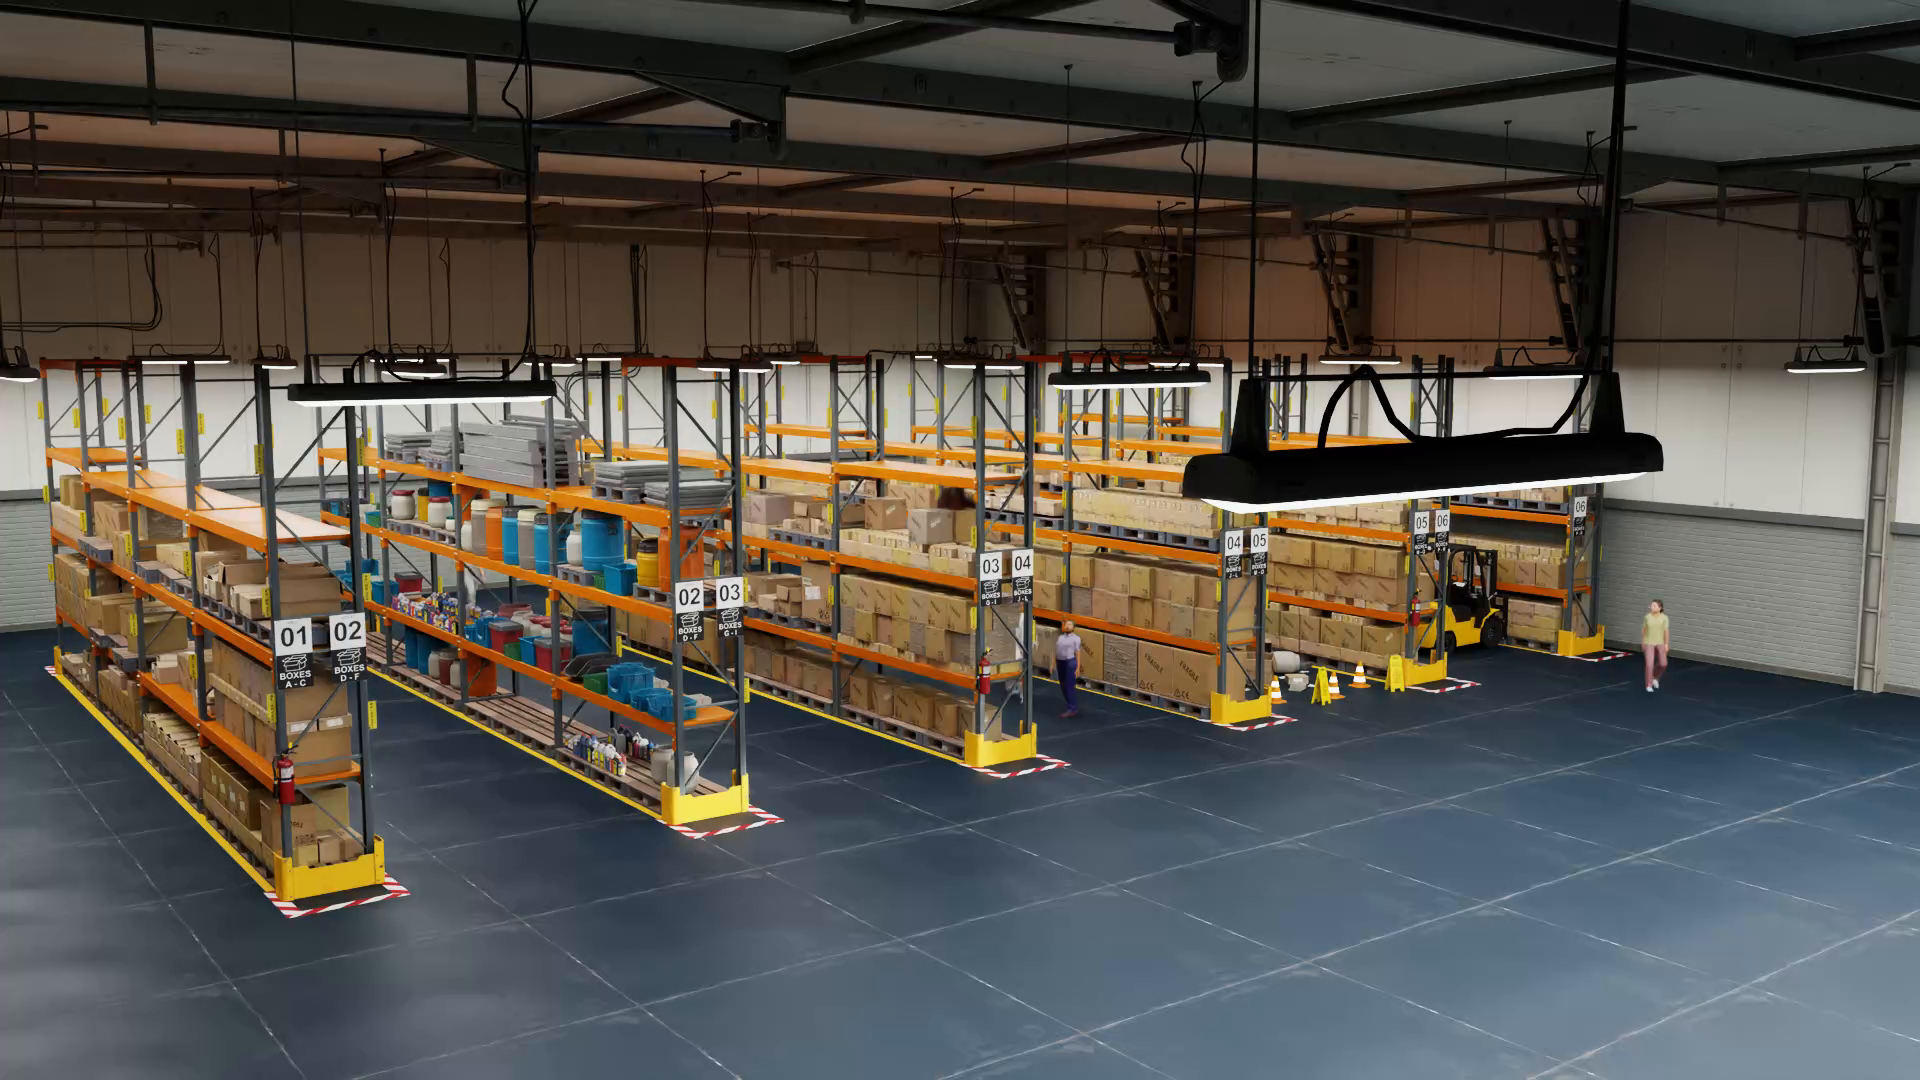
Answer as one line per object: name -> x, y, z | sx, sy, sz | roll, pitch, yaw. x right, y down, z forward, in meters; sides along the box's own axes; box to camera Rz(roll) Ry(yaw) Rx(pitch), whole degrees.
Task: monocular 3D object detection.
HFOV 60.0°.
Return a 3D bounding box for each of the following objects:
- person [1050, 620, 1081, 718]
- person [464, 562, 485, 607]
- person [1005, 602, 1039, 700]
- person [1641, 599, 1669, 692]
person -> 1.787, 2.165, 28.046 | 0.439, 1.620, 0.522 | -4, 8, -32
person -> -11.275, 0.930, 38.415 | 0.536, 1.670, 0.927 | -5, 9, -37
person -> 1.064, 1.937, 29.412 | 0.549, 1.725, 0.976 | -5, 8, -34
person -> 12.526, 1.893, 29.964 | 0.437, 1.665, 0.484 | 1, 7, 8
